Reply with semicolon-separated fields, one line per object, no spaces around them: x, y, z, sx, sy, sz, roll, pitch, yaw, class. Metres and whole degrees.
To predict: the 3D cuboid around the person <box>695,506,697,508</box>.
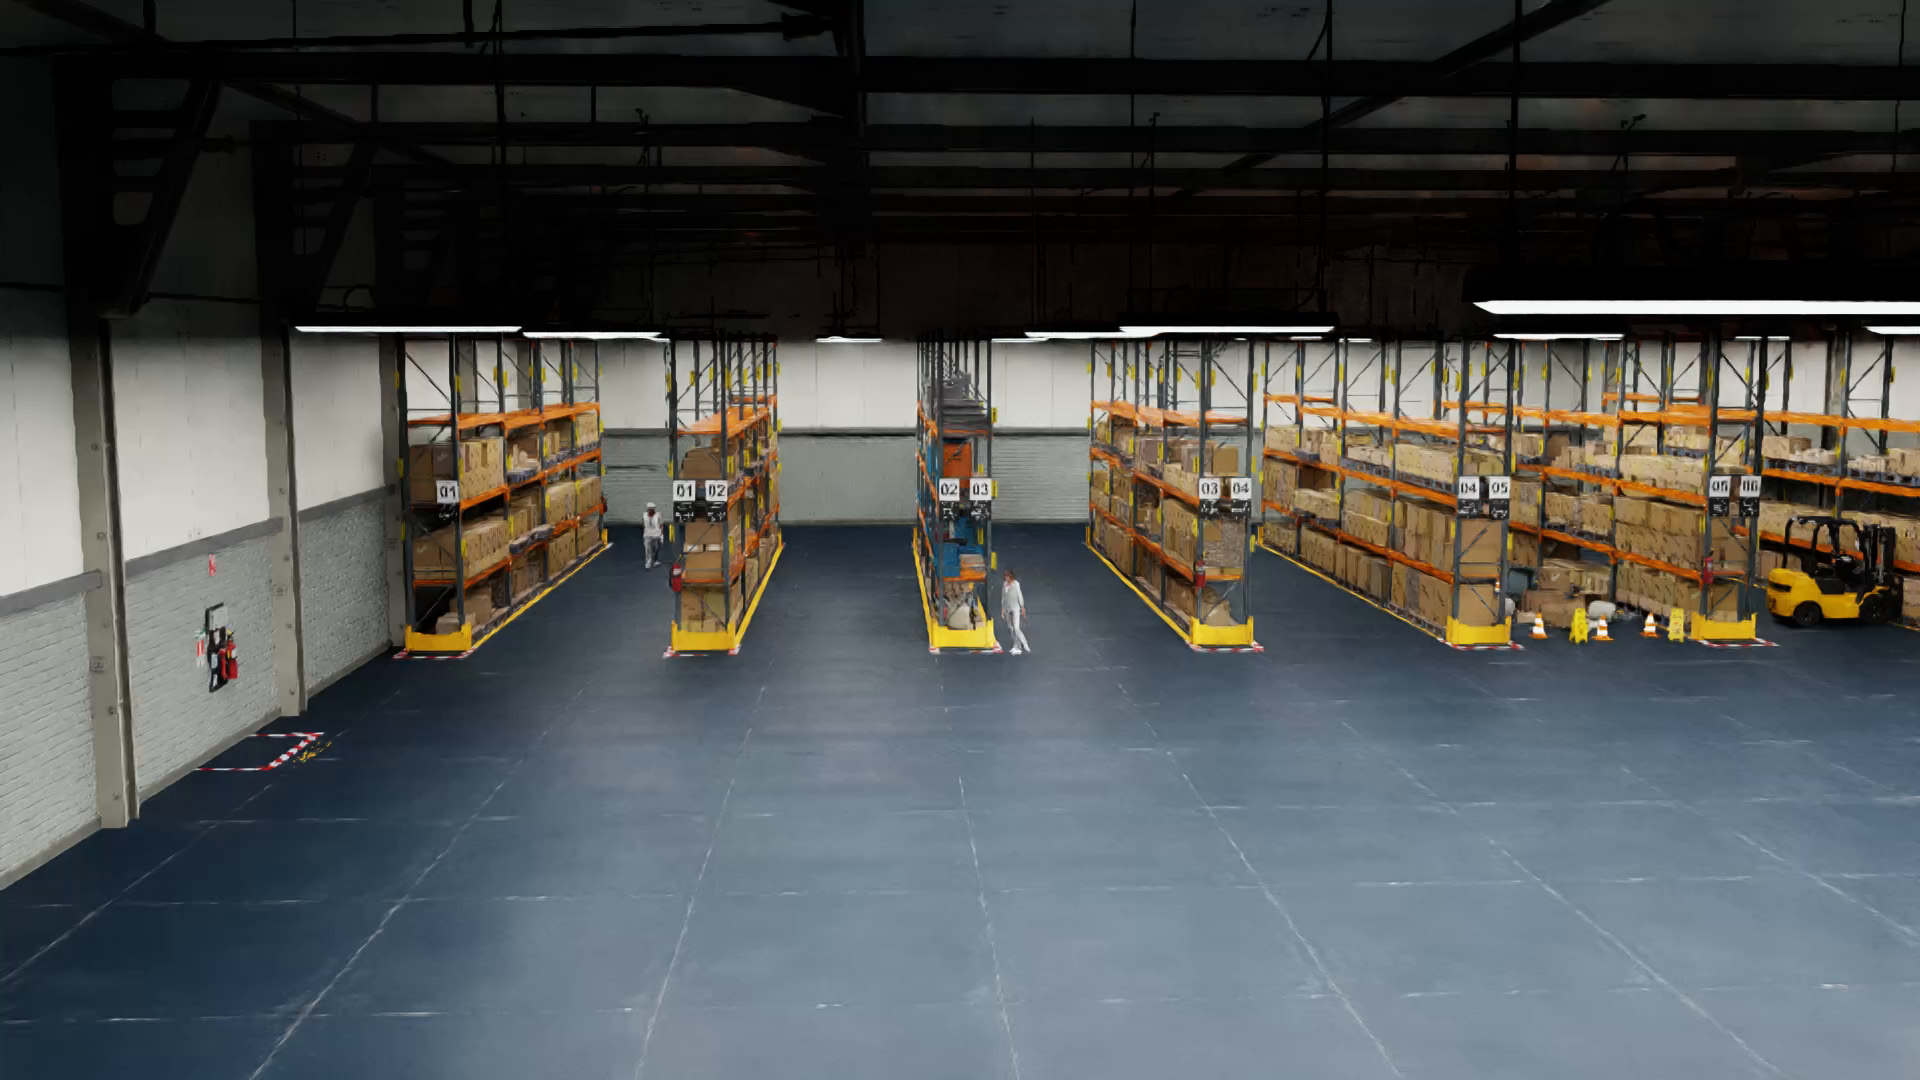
-7.157;-0.486;46.065;0.625;1.596;0.517;-1;7;-5;person

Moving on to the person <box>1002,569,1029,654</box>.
1.027;1.315;30.758;0.543;1.585;0.424;6;9;42;person

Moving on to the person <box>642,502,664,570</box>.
-7.813;-0.120;42.306;0.577;1.733;1.042;0;7;-4;person
